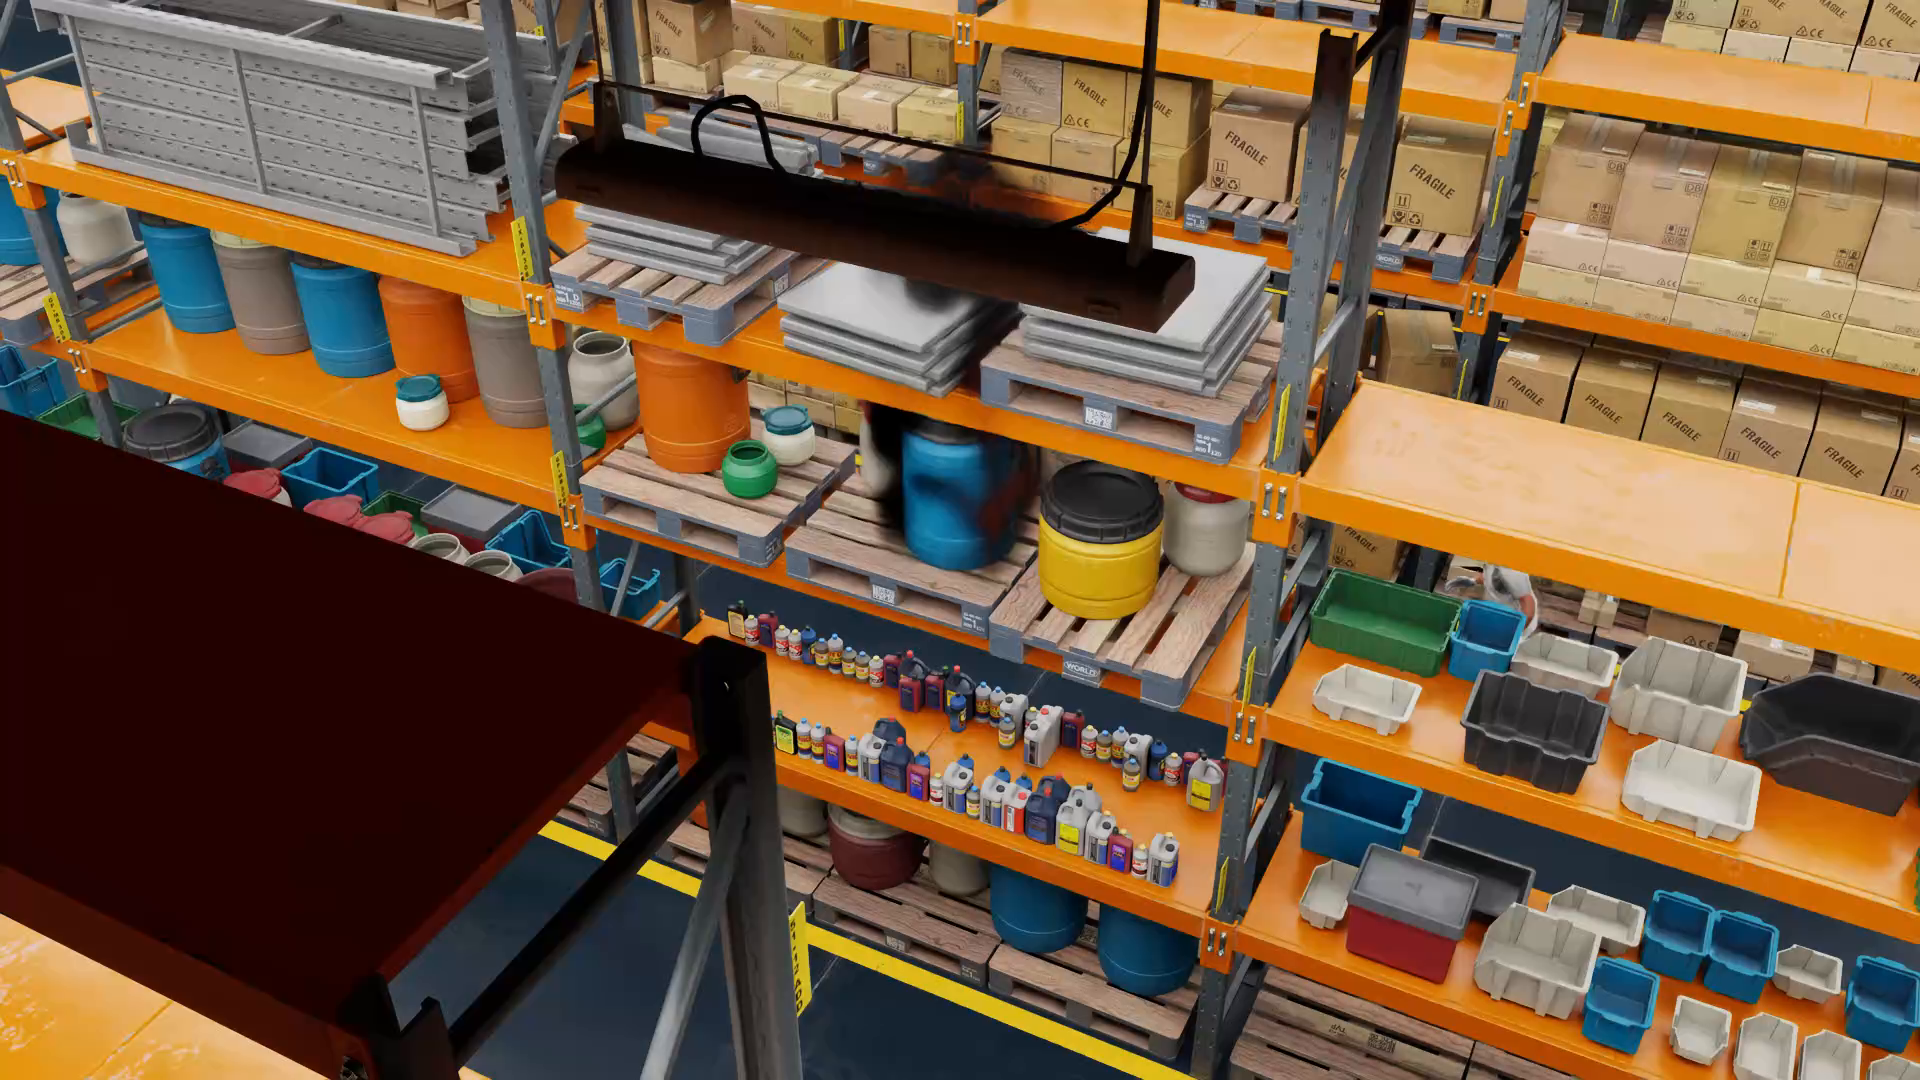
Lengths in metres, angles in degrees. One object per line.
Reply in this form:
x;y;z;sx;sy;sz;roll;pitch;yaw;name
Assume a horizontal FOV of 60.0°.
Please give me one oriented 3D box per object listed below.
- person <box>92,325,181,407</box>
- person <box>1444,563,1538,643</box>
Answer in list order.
-7.691;-1.826;15.067;0.962;1.624;0.576;-6;35;-8;person
3.764;0.555;11.635;0.786;1.675;0.691;9;36;12;person
